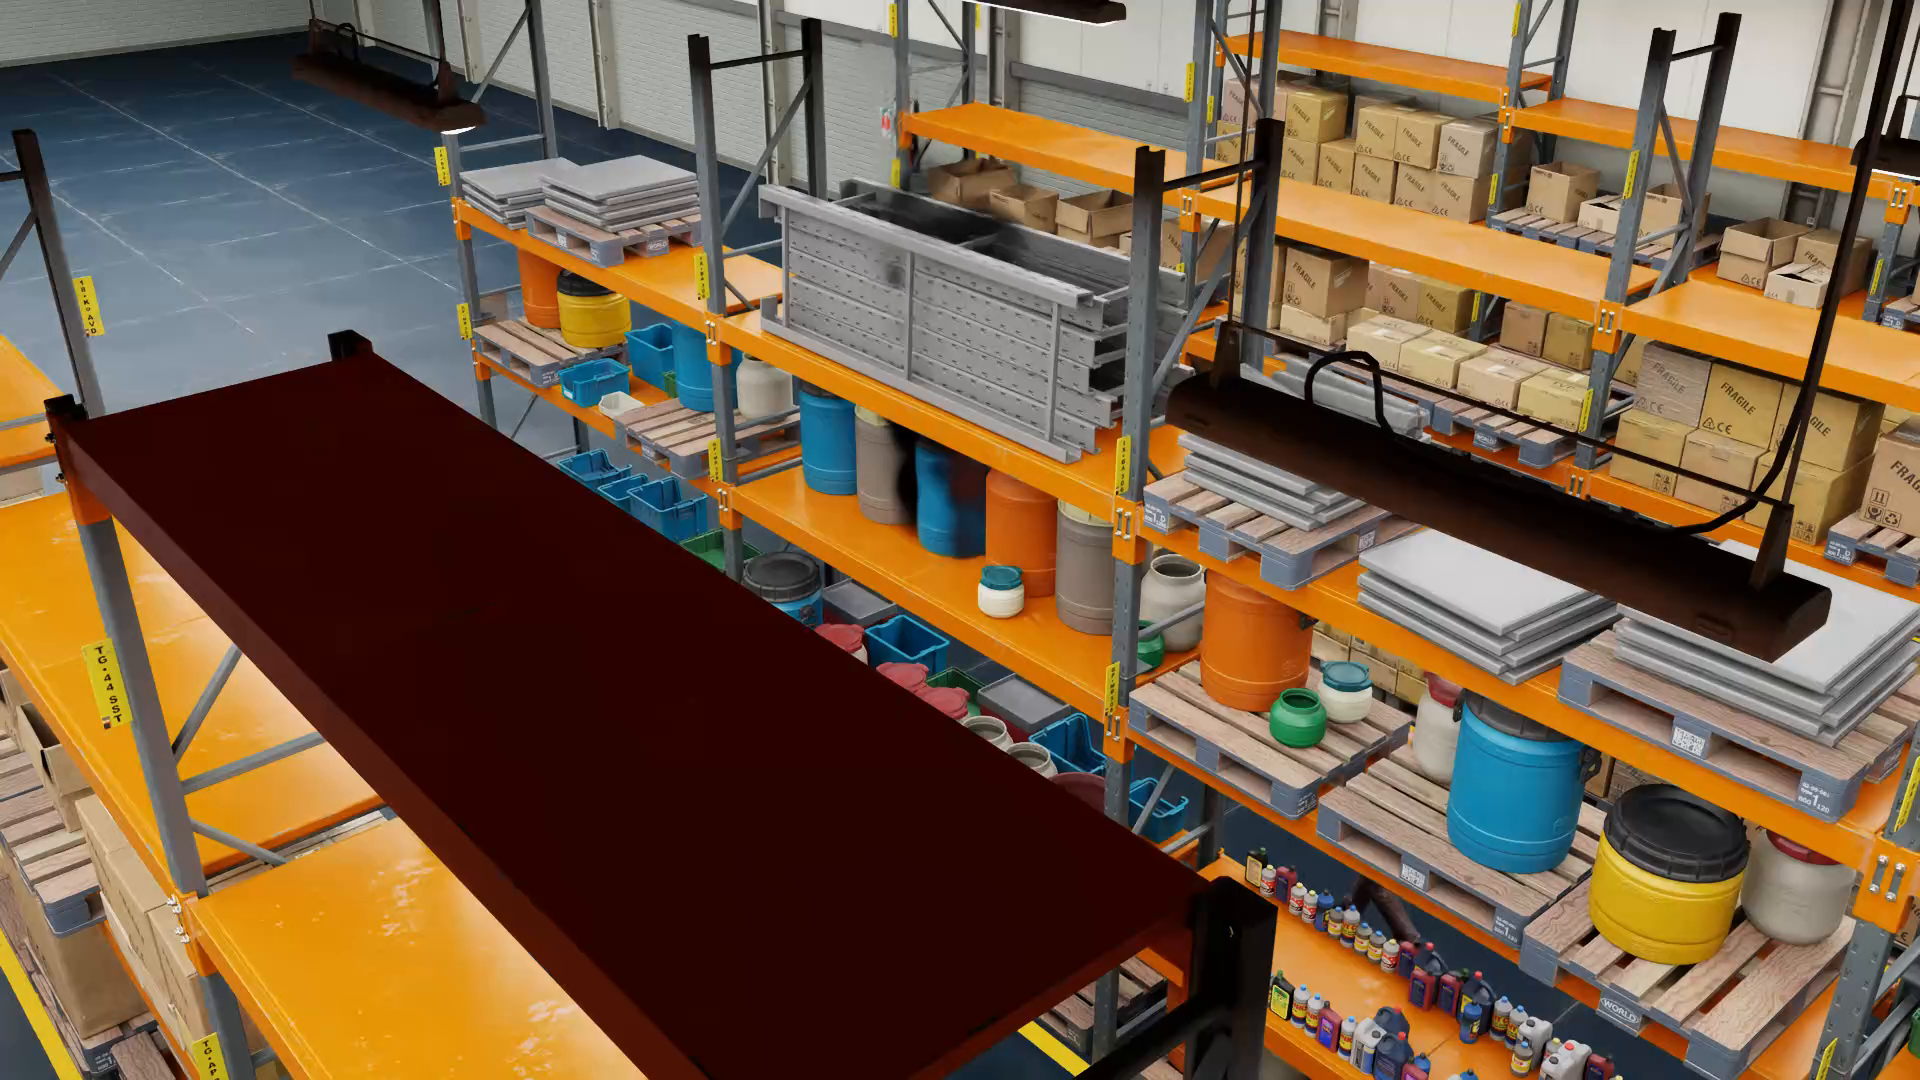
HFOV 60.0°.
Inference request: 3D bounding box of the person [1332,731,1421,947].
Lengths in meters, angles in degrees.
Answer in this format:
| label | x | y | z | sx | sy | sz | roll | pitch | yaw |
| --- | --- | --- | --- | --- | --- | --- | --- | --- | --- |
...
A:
| label | x | y | z | sx | sy | sz | roll | pitch | yaw |
| --- | --- | --- | --- | --- | --- | --- | --- | --- | --- |
| person | 2.847 | 1.988 | 11.158 | 0.663 | 1.734 | 0.852 | -19 | 33 | -33 |
